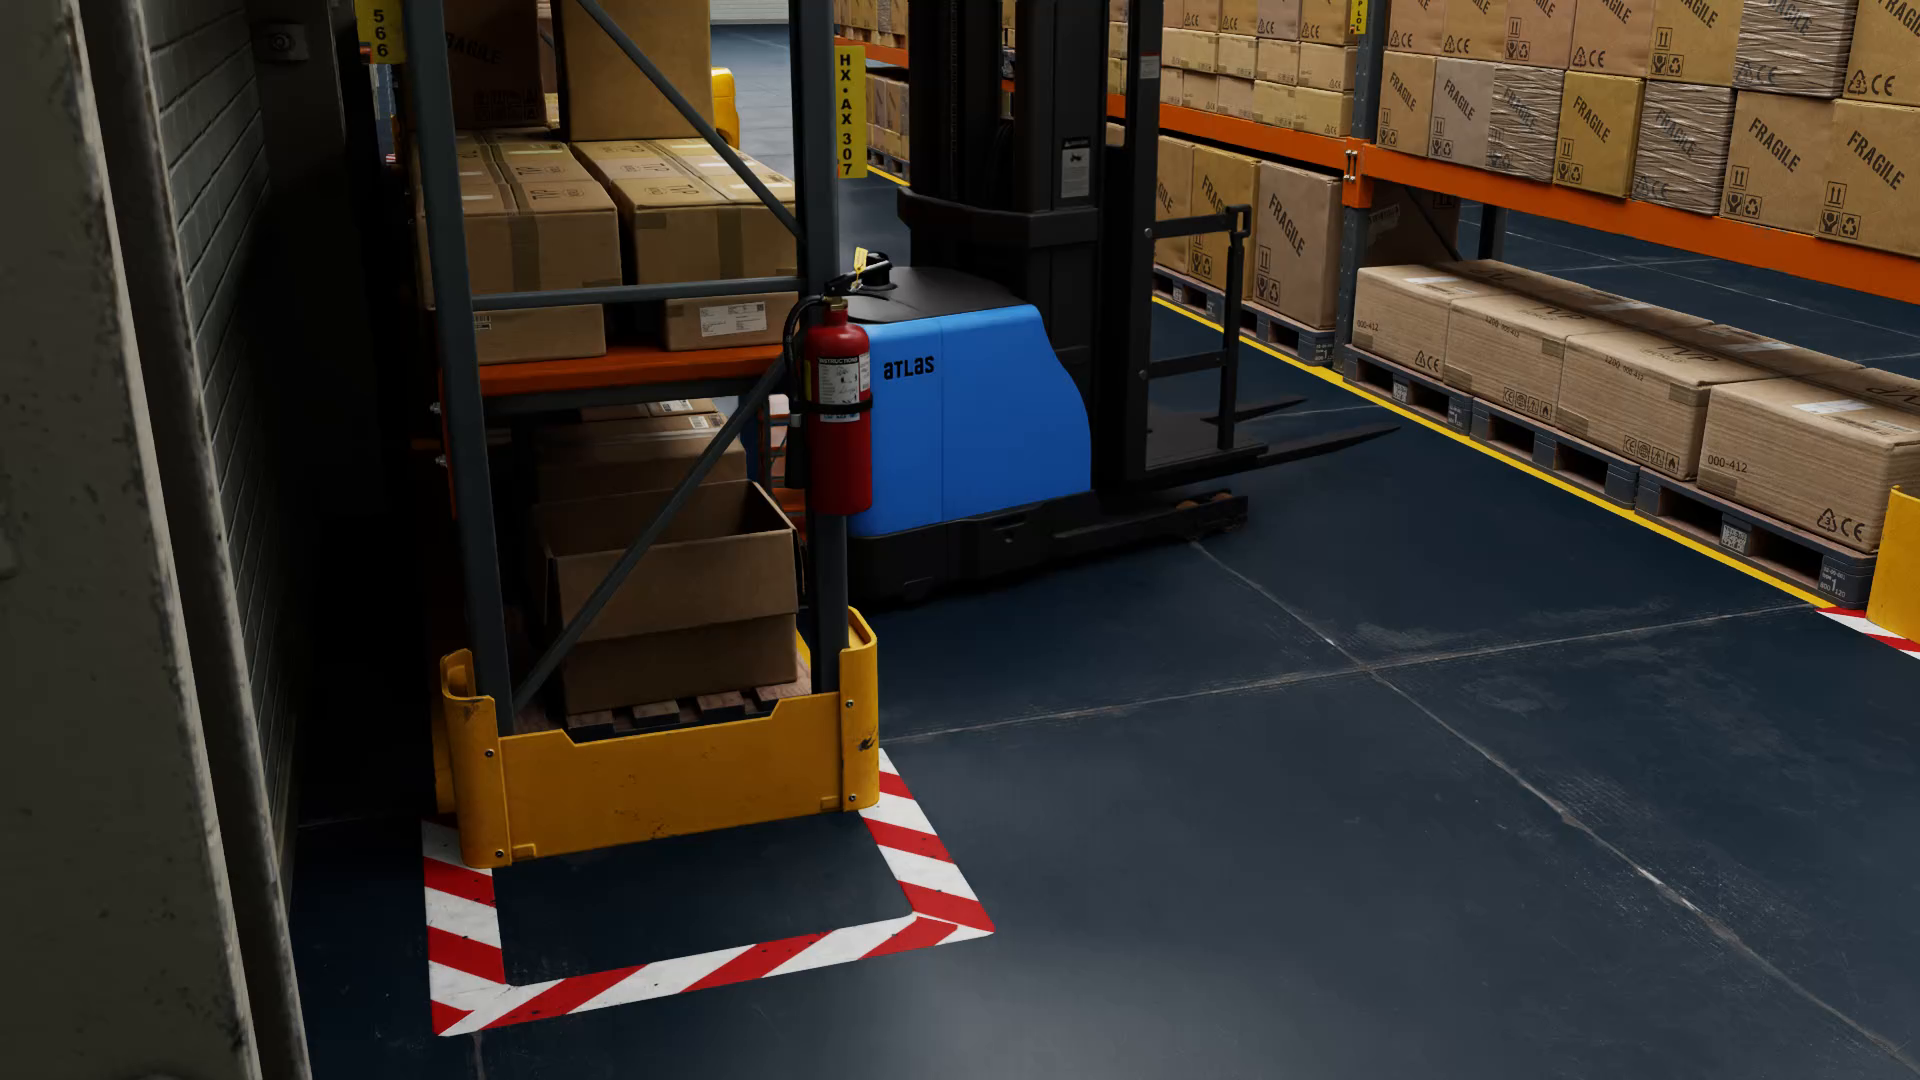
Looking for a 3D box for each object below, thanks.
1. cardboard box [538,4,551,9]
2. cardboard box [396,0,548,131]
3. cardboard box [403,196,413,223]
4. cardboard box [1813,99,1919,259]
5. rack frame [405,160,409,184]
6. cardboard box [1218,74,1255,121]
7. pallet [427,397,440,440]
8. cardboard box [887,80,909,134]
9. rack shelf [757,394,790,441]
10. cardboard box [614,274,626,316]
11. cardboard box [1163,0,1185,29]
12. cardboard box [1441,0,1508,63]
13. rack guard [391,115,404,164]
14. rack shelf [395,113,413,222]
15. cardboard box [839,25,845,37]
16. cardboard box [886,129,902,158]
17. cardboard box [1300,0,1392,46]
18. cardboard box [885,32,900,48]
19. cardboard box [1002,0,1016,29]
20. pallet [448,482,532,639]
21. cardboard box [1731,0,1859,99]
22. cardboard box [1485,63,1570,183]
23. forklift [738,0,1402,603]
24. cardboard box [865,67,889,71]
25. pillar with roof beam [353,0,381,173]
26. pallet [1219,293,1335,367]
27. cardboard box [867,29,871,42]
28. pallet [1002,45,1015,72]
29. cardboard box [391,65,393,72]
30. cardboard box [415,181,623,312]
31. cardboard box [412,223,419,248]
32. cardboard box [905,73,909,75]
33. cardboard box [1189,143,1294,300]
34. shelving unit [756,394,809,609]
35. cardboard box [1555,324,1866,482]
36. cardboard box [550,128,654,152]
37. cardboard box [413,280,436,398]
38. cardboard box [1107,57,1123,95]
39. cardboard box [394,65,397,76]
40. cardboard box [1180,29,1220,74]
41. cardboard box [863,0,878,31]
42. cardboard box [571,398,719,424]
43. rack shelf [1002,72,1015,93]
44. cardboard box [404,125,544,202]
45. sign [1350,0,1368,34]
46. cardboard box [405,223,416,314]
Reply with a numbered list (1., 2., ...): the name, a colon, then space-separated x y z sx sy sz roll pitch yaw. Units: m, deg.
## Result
1. cardboard box: -2.408 -2.741 9.342 0.700 0.500 0.500 -6 21 -17
2. cardboard box: -1.843 -1.816 6.207 0.500 0.500 0.500 -7 21 -19
3. cardboard box: -3.238 -2.053 10.311 0.380 0.149 0.250 -7 21 -20
4. cardboard box: 3.507 -1.318 6.001 0.500 0.500 0.500 -6 21 -17
5. rack frame: -4.573 -4.467 14.915 1.000 3.000 0.127 -6 21 -17
6. cardboard box: 1.973 -2.802 10.503 0.500 0.250 0.500 -7 21 -19
7. pallet: -2.350 -0.844 8.955 1.003 0.211 1.213 -6 21 -17
8. cardboard box: -0.464 -4.576 17.557 0.500 0.500 0.500 -6 21 -16
9. rack shelf: -0.567 -0.432 5.746 0.258 0.103 0.180 -4 28 -12
10. cardboard box: -0.883 -0.790 5.049 0.380 0.149 0.250 -7 21 -18
11. cardboard box: 1.631 -3.719 11.207 0.500 0.500 0.500 -6 21 -16
12. cardboard box: 2.725 -2.604 8.103 0.500 0.500 0.500 -7 21 -18
13. rack guard: -5.838 -4.582 18.933 1.175 0.500 0.348 -6 21 -17
14. rack shelf: -2.687 -2.203 9.676 1.077 0.370 4.000 -6 21 -17
15. cardboard box: -1.209 -6.030 19.638 0.380 0.149 0.250 -6 21 -17
16. cardboard box: -0.480 -4.230 17.702 0.500 0.250 0.500 -7 21 -19
17. cardboard box: 2.274 -3.062 9.378 0.500 0.500 0.500 -6 21 -15
18. cardboard box: -0.575 -5.274 17.533 0.380 0.149 0.250 -7 21 -18
19. cardboard box: 0.656 -4.539 13.908 0.500 0.500 0.500 -8 21 -21
20. pallet: -1.456 0.026 6.533 1.003 0.211 1.213 -6 21 -17
21. cardboard box: 3.340 -1.956 6.298 0.500 0.500 0.500 -6 21 -17
22. cardboard box: 2.856 -1.975 7.829 0.500 0.500 0.500 -6 21 -17
23. forklift: 0.609 -1.510 6.784 3.031 2.935 1.130 -13 23 -31
24. cardboard box: -1.120 -5.240 19.404 0.500 0.500 0.500 -7 21 -19
25. pillar with roof beam: -2.380 -8.712 17.860 9.100 9.000 0.400 -6 21 -17
26. pallet: 2.338 -1.355 10.378 1.003 0.211 1.213 -6 21 -17
27. cardboard box: -0.820 -5.612 18.476 0.380 0.149 0.250 -6 21 -15
28. pallet: 0.734 -4.252 14.602 1.003 0.211 1.213 -6 21 -17
29. cardboard box: -4.675 -4.208 14.415 0.500 0.250 0.500 -6 21 -16
30. cardboard box: -1.198 -0.805 4.501 0.500 0.250 0.500 -6 21 -16
31. cardboard box: -1.633 -0.983 5.587 0.380 0.149 0.250 -6 21 -17
32. cardboard box: -0.301 -4.976 18.671 0.500 0.500 0.500 -7 21 -18
33. cardboard box: 2.090 -2.105 10.862 0.875 0.875 0.875 -6 21 -16
34. shelving unit: -0.574 -0.258 5.837 0.258 1.200 0.189 -4 28 -12
35. cardboard box: 3.312 -0.630 7.403 0.875 0.438 0.875 -6 21 -16
36. cardboard box: -1.190 -1.345 6.007 0.500 0.250 0.500 -7 21 -19
37. cardboard box: -2.493 -1.047 8.470 0.500 0.500 0.500 -6 21 -17
38. cardboard box: 1.310 -3.457 12.327 0.500 0.250 0.500 -7 21 -18
39. cardboard box: -3.700 -3.230 11.693 0.500 0.250 0.500 -7 21 -18
40. cardboard box: 1.773 -3.196 10.860 0.500 0.250 0.500 -6 21 -16
41. cardboard box: -0.739 -5.793 18.019 0.500 0.500 0.500 -7 21 -18
42. cardboard box: -1.206 -0.302 6.397 0.500 0.500 0.500 -6 21 -16
43. rack shelf: 0.767 -4.015 14.721 1.077 0.370 4.000 -6 21 -17
44. cardboard box: -1.835 -1.455 6.313 0.500 0.250 0.500 -6 21 -16
45. sign: 2.140 -2.875 8.888 0.100 0.325 0.005 -6 21 -17
46. cardboard box: -3.148 -1.710 10.317 0.500 0.500 0.500 -5 20 -14
